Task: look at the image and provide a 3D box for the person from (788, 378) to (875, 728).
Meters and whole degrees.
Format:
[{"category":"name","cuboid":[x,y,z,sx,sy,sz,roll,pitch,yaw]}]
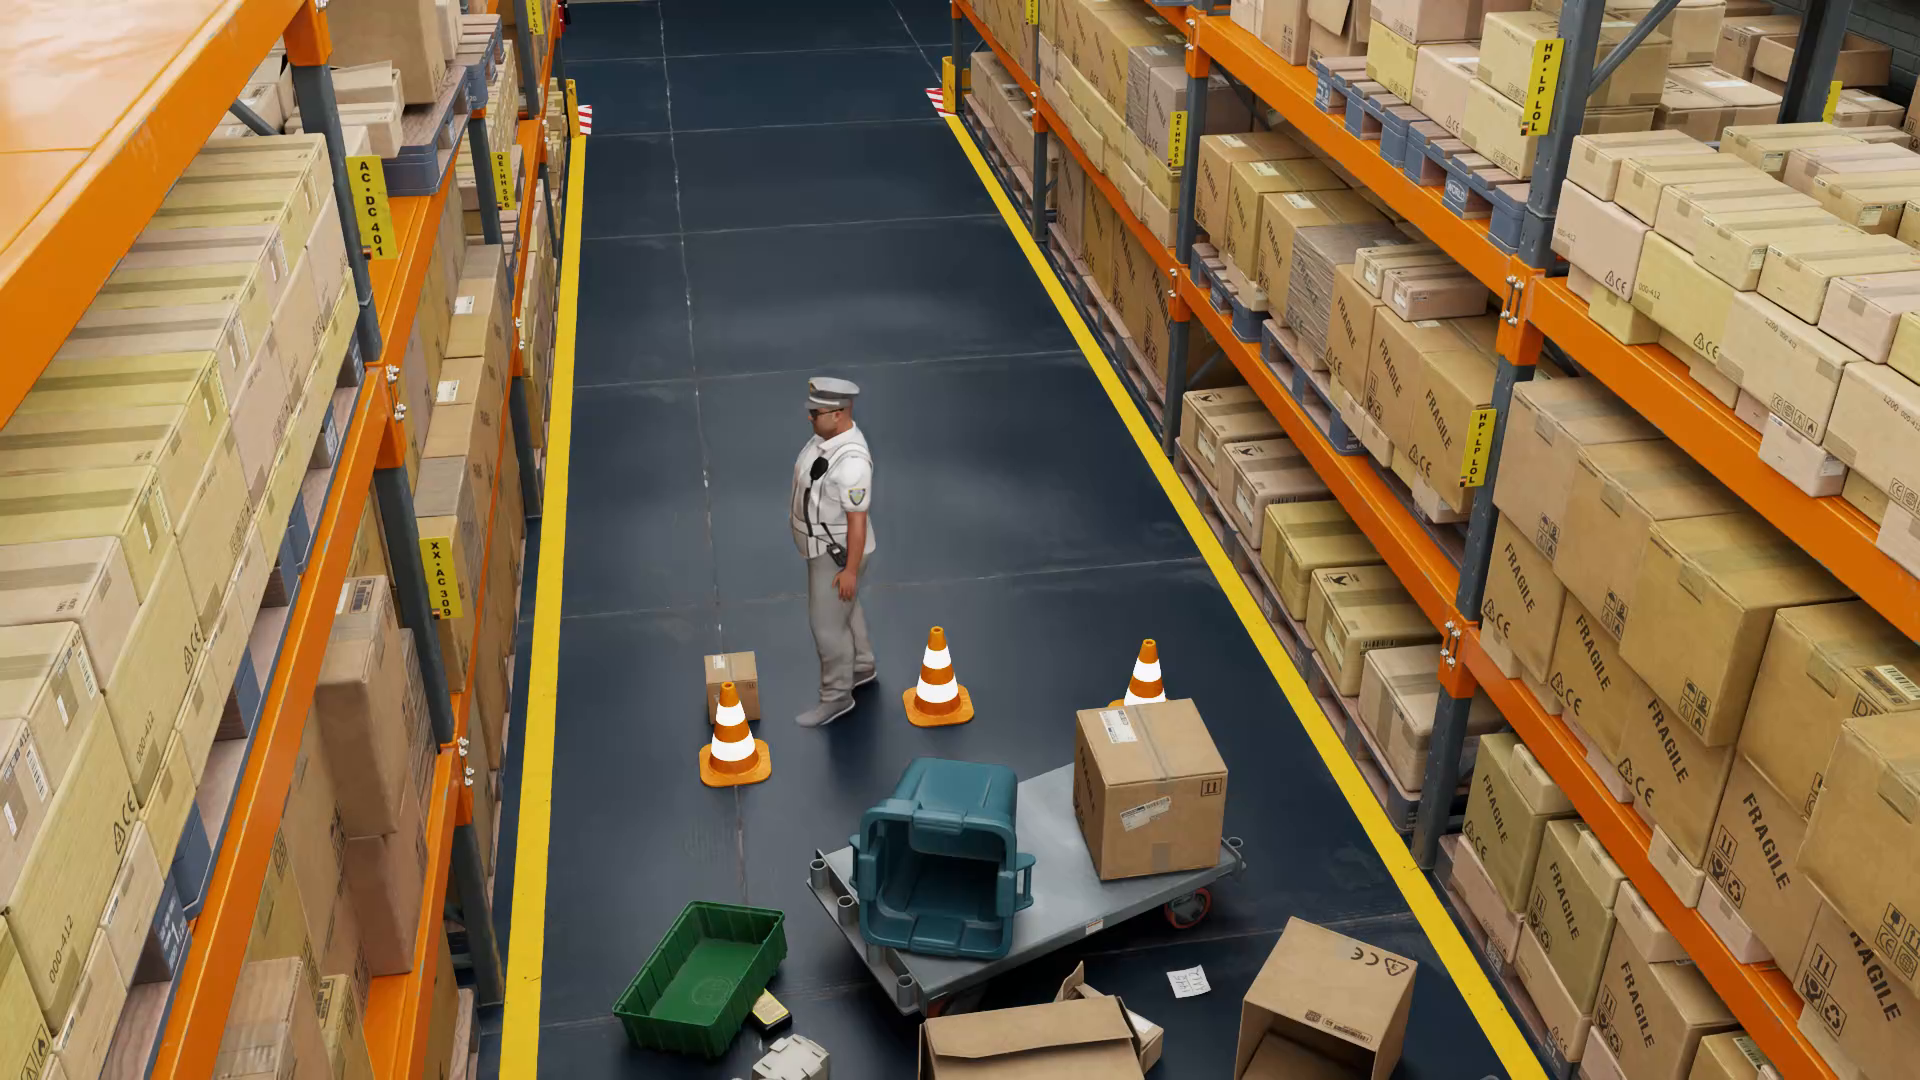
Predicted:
[{"category":"person","cuboid":[-0.648,0.049,8.051,0.489,1.783,0.552,-9,32,-15]}]
